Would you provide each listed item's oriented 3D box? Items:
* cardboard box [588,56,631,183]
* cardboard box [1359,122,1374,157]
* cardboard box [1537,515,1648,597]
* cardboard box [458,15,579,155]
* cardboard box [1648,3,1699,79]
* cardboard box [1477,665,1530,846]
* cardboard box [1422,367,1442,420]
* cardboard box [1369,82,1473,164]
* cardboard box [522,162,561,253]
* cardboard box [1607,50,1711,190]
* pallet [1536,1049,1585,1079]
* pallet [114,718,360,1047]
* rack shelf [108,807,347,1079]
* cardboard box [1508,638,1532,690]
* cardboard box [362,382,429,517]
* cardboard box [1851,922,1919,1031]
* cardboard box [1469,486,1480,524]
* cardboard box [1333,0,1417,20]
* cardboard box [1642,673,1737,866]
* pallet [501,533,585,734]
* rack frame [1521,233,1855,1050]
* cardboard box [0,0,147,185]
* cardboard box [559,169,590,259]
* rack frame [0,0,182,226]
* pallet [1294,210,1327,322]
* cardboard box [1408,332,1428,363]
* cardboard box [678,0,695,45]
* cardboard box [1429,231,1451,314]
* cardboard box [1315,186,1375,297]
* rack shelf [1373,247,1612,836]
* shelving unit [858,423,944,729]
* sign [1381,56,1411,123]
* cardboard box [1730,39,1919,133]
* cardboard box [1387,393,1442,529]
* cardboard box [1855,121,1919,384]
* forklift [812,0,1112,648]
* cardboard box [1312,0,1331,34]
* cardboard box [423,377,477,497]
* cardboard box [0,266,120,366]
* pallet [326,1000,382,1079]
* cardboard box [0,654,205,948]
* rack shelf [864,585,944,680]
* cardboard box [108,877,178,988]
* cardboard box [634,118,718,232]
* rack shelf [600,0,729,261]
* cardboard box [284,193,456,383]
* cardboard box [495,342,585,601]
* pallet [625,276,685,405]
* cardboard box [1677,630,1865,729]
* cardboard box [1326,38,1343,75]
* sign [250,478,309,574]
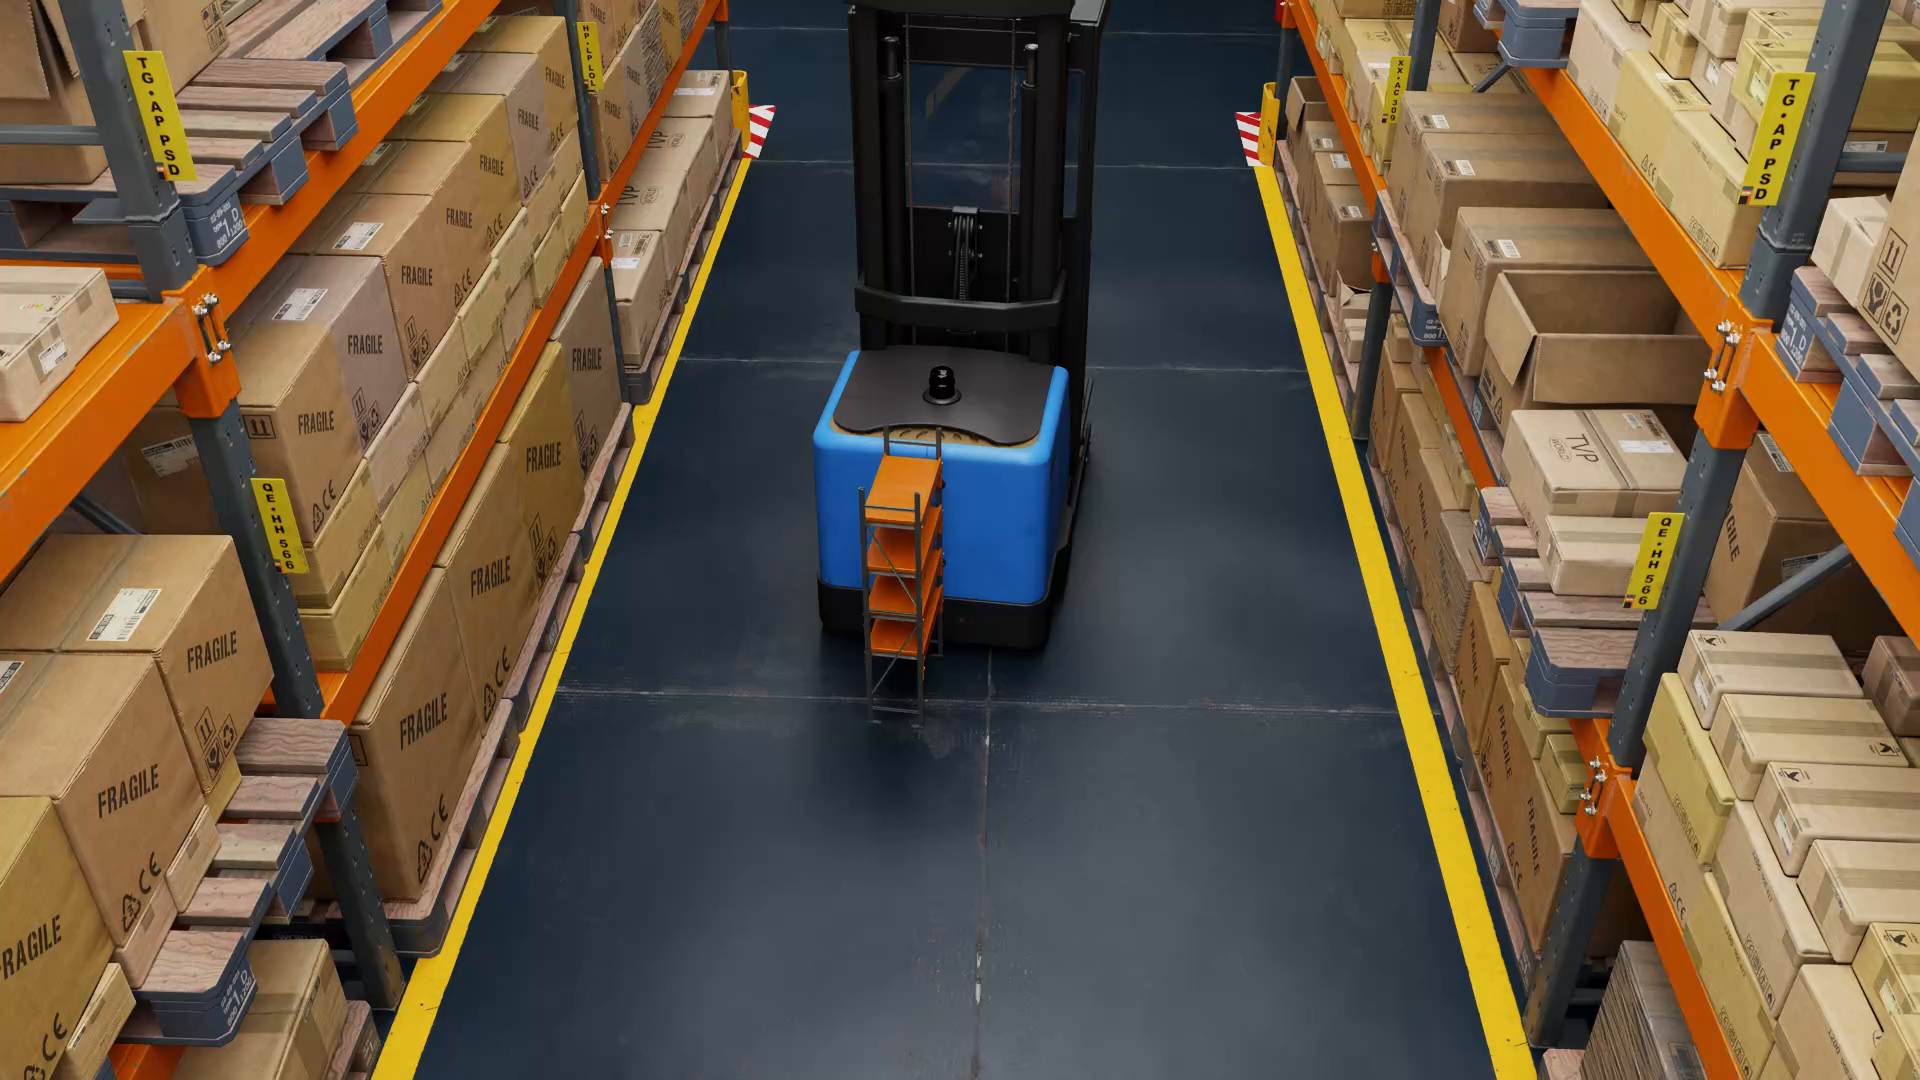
[{"bbox_3d":[-2.049,-2.206,8.693,0.500,0.500,0.500,2,35,3],"label":"cardboard box"},{"bbox_3d":[2.366,-2.175,8.955,0.380,0.149,0.250,2,35,3],"label":"cardboard box"},{"bbox_3d":[2.113,0.054,5.418,0.380,0.149,0.250,2,35,3],"label":"cardboard box"},{"bbox_3d":[-2.096,-2.089,7.657,0.500,0.500,0.500,2,35,3],"label":"cardboard box"},{"bbox_3d":[2.276,-1.472,4.910,0.380,0.149,0.250,1,35,2],"label":"cardboard box"},{"bbox_3d":[2.303,0.825,6.276,0.500,0.500,0.500,1,35,1],"label":"cardboard box"},{"bbox_3d":[2.418,-0.695,7.875,0.380,0.149,0.250,0,35,-1],"label":"cardboard box"},{"bbox_3d":[2.408,-2.148,8.569,0.500,0.250,0.500,2,35,3],"label":"cardboard box"},{"bbox_3d":[-2.116,-1.498,7.469,0.500,0.250,0.500,2,35,3],"label":"cardboard box"},{"bbox_3d":[2.268,-1.246,4.936,0.500,0.250,0.500,1,35,2],"label":"cardboard box"},{"bbox_3d":[2.398,2.122,5.047,1.003,0.211,1.213,1,35,2],"label":"pallet"},{"bbox_3d":[-2.412,0.887,4.546,1.213,0.211,1.003,1,35,2],"label":"pallet"},{"bbox_3d":[-2.570,1.840,3.649,1.077,0.370,4.000,1,35,2],"label":"rack shelf"},{"bbox_3d":[2.272,0.497,6.178,0.380,0.149,0.250,0,35,0],"label":"cardboard box"},{"bbox_3d":[-2.201,-0.329,5.805,0.500,0.250,0.500,2,35,3],"label":"cardboard box"},{"bbox_3d":[2.191,0.976,3.601,0.380,0.149,0.250,2,35,2],"label":"cardboard box"},{"bbox_3d":[2.379,-0.096,7.023,0.380,0.149,0.250,1,35,2],"label":"cardboard box"},{"bbox_3d":[2.444,-3.338,9.611,0.500,0.500,0.500,2,35,3],"label":"cardboard box"},{"bbox_3d":[2.183,0.615,4.462,0.500,0.250,0.500,1,35,2],"label":"cardboard box"},{"bbox_3d":[-2.331,0.387,7.516,1.003,0.211,1.213,1,35,2],"label":"pallet"},{"bbox_3d":[2.470,0.509,4.917,1.000,3.000,0.127,1,35,2],"label":"rack frame"},{"bbox_3d":[-2.625,-1.265,4.377,0.797,0.503,0.637,-1,35,-1],"label":"cardboard box"},{"bbox_3d":[-2.095,-1.577,8.015,0.500,0.250,0.500,1,35,1],"label":"cardboard box"},{"bbox_3d":[-2.490,-2.058,3.352,1.000,3.000,0.127,1,35,2],"label":"rack frame"},{"bbox_3d":[2.706,-1.745,10.550,1.003,0.211,1.213,1,35,2],"label":"pallet"},{"bbox_3d":[2.388,-0.975,8.014,0.380,0.149,0.250,0,35,0],"label":"cardboard box"},{"bbox_3d":[-1.969,-3.374,10.355,0.500,0.500,0.500,2,35,3],"label":"cardboard box"},{"bbox_3d":[2.192,-1.117,6.982,0.396,0.266,0.258,3,35,4],"label":"cardboard box"},{"bbox_3d":[2.557,-1.800,10.012,0.700,0.500,0.500,0,35,0],"label":"cardboard box"},{"bbox_3d":[2.550,-0.346,6.759,1.077,0.370,4.000,1,35,2],"label":"rack shelf"},{"bbox_3d":[-0.235,0.162,6.976,0.258,1.200,0.503,5,35,7],"label":"shelving unit"},{"bbox_3d":[2.088,-2.151,7.950,0.100,0.325,0.005,1,35,2],"label":"sign"},{"bbox_3d":[2.188,-1.146,4.188,0.380,0.149,0.250,2,35,3],"label":"cardboard box"},{"bbox_3d":[2.375,-0.359,7.961,0.500,0.500,0.500,1,35,1],"label":"cardboard box"},{"bbox_3d":[2.198,-0.561,3.292,0.500,0.500,0.500,2,35,2],"label":"cardboard box"},{"bbox_3d":[0.099,-1.554,7.912,1.130,2.935,3.031,5,35,7],"label":"forklift"},{"bbox_3d":[2.467,-3.312,10.226,0.500,0.250,0.500,1,35,1],"label":"cardboard box"},{"bbox_3d":[-2.189,-0.414,6.361,0.500,0.250,0.500,2,35,3],"label":"cardboard box"},{"bbox_3d":[-2.292,-0.542,4.022,0.380,0.149,0.250,1,35,2],"label":"cardboard box"},{"bbox_3d":[-2.523,1.986,5.240,1.003,0.211,1.213,1,35,2],"label":"pallet"},{"bbox_3d":[-2.240,0.627,4.038,0.500,0.500,0.500,1,35,1],"label":"cardboard box"},{"bbox_3d":[-0.235,0.379,7.129,0.258,0.148,0.480,5,35,7],"label":"rack shelf"},{"bbox_3d":[-2.190,0.967,4.118,0.380,0.149,0.250,0,35,0],"label":"cardboard box"},{"bbox_3d":[-2.123,-2.416,10.942,0.875,0.438,0.875,2,35,3],"label":"cardboard box"},{"bbox_3d":[-2.249,-2.756,10.189,1.077,0.370,4.000,1,35,2],"label":"rack shelf"},{"bbox_3d":[-2.179,-0.913,5.984,0.500,0.500,0.500,2,35,3],"label":"cardboard box"},{"bbox_3d":[-2.302,-0.327,7.589,0.875,0.875,0.875,2,35,3],"label":"cardboard box"},{"bbox_3d":[-2.220,-1.196,9.768,1.003,0.211,1.213,1,35,2],"label":"pallet"},{"bbox_3d":[2.163,0.379,4.451,0.380,0.149,0.250,2,35,3],"label":"cardboard box"},{"bbox_3d":[2.413,-2.911,10.002,0.380,0.149,0.250,2,35,3],"label":"cardboard box"},{"bbox_3d":[-1.947,-0.038,4.757,0.100,0.325,0.005,1,35,2],"label":"sign"}]
